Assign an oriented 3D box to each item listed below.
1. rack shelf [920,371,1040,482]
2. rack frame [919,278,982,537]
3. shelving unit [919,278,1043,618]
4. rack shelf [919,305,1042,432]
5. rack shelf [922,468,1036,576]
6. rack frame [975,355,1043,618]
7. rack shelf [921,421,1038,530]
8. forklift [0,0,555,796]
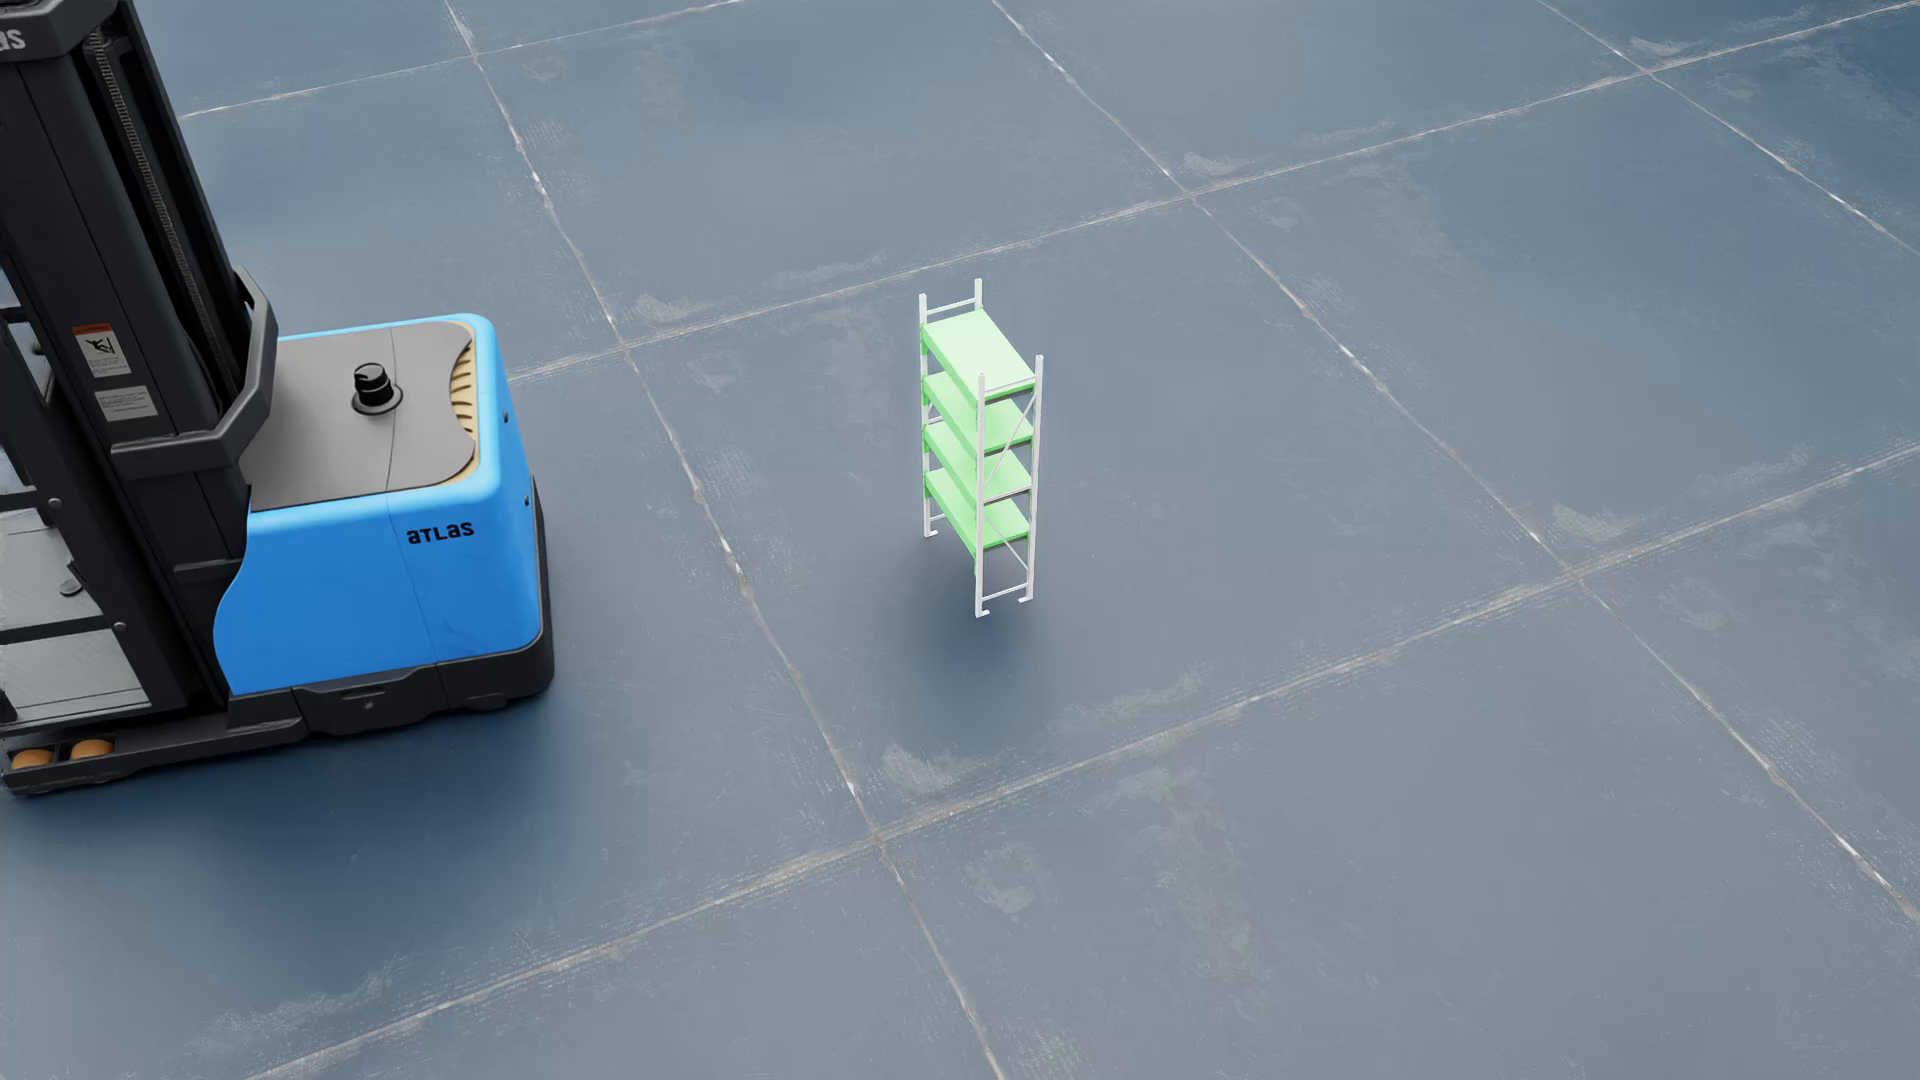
[{"bbox_3d":[0.070,-0.447,6.098,0.258,0.148,0.480,-18,47,-17],"label":"rack shelf"},{"bbox_3d":[-0.033,-0.477,6.379,0.240,1.200,0.015,-18,47,-17],"label":"rack frame"},{"bbox_3d":[0.070,-0.322,6.222,0.258,1.200,0.503,-18,47,-17],"label":"shelving unit"},{"bbox_3d":[0.070,-0.618,5.929,0.258,0.148,0.480,-18,47,-17],"label":"rack shelf"},{"bbox_3d":[0.070,-0.105,6.435,0.258,0.148,0.480,-18,47,-17],"label":"rack shelf"},{"bbox_3d":[0.172,-0.166,6.064,0.240,1.200,0.015,-18,47,-17],"label":"rack frame"},{"bbox_3d":[0.070,-0.276,6.267,0.258,0.148,0.480,-18,47,-17],"label":"rack shelf"},{"bbox_3d":[-3.071,-0.561,5.232,3.031,2.935,1.130,-9,45,-9],"label":"forklift"}]
